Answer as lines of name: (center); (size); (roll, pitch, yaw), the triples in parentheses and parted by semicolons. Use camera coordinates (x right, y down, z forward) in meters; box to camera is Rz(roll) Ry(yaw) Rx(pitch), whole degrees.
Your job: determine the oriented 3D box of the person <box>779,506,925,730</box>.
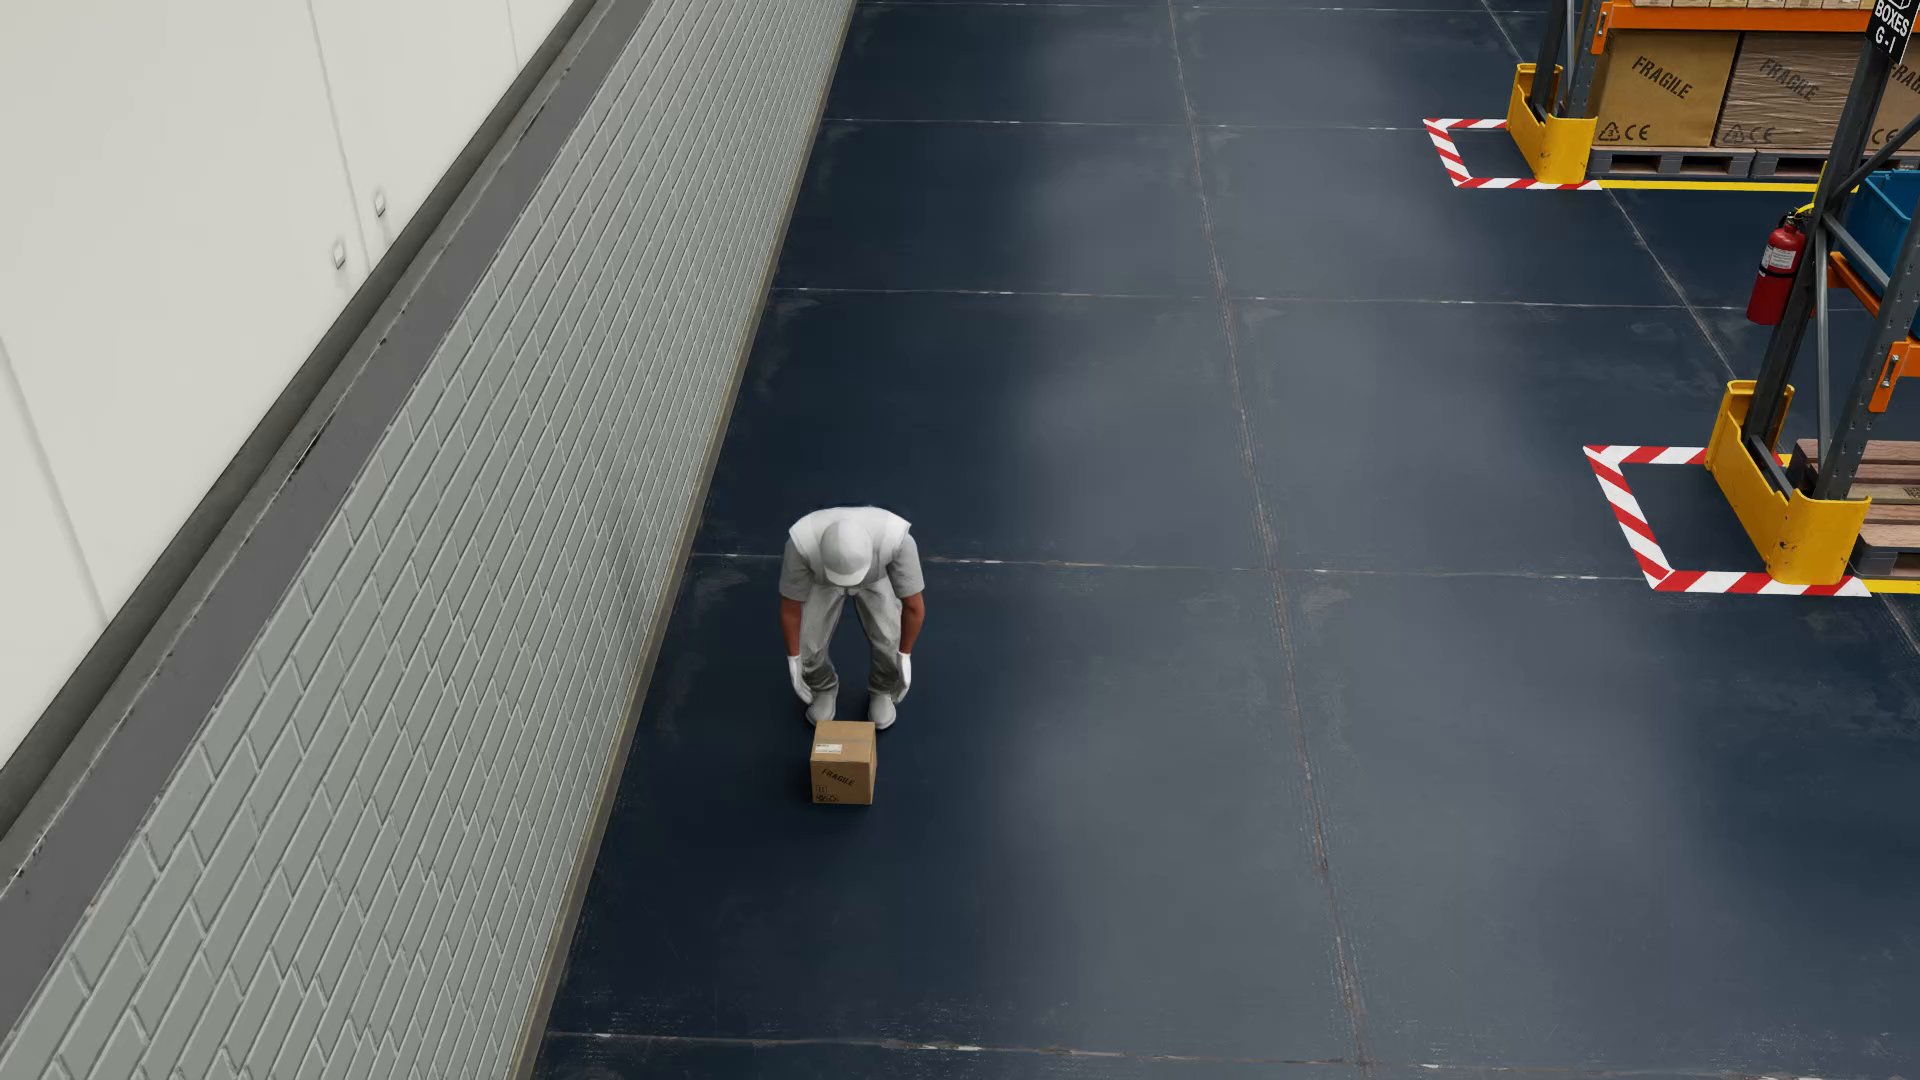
person: (-0.445, 0.287, 7.126); (0.609, 1.288, 0.827); (1, 35, 2)
